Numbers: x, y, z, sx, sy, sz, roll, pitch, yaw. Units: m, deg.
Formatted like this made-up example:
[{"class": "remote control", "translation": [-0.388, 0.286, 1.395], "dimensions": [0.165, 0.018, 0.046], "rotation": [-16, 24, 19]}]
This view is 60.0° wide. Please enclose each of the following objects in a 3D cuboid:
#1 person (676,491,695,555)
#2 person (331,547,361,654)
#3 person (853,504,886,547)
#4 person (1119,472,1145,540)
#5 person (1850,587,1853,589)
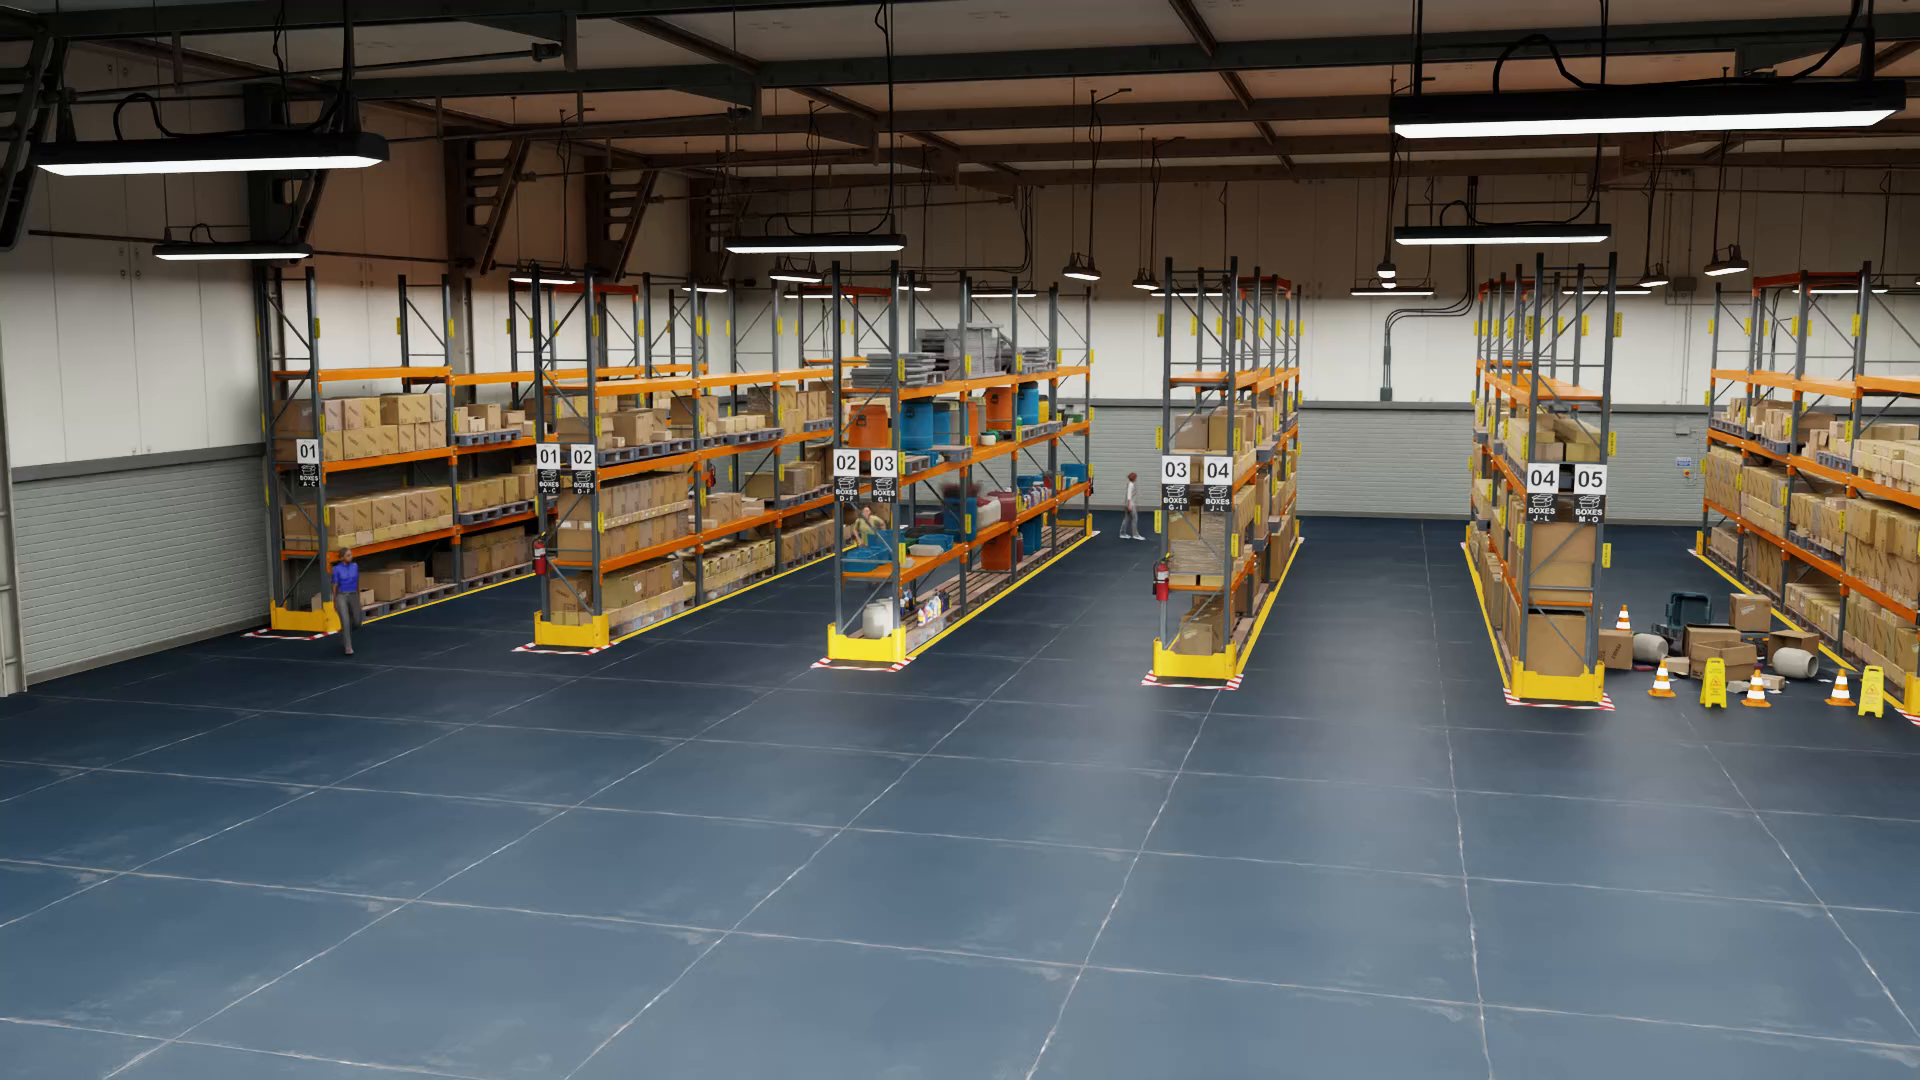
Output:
[{"class": "person", "translation": [-5.691, -0.186, 34.557], "dimensions": [0.501, 1.645, 0.642], "rotation": [2, 8, 17]}, {"class": "person", "translation": [-9.524, 0.912, 25.769], "dimensions": [0.445, 1.635, 0.686], "rotation": [-5, 9, -36]}, {"class": "person", "translation": [-1.732, 0.042, 32.153], "dimensions": [0.575, 1.506, 0.685], "rotation": [3, 8, 23]}, {"class": "person", "translation": [4.109, -0.815, 39.702], "dimensions": [0.596, 1.605, 0.458], "rotation": [0, 7, 0]}, {"class": "person", "translation": [17.379, 0.077, 31.920], "dimensions": [0.593, 1.801, 0.403], "rotation": [-1, 7, -8]}]
